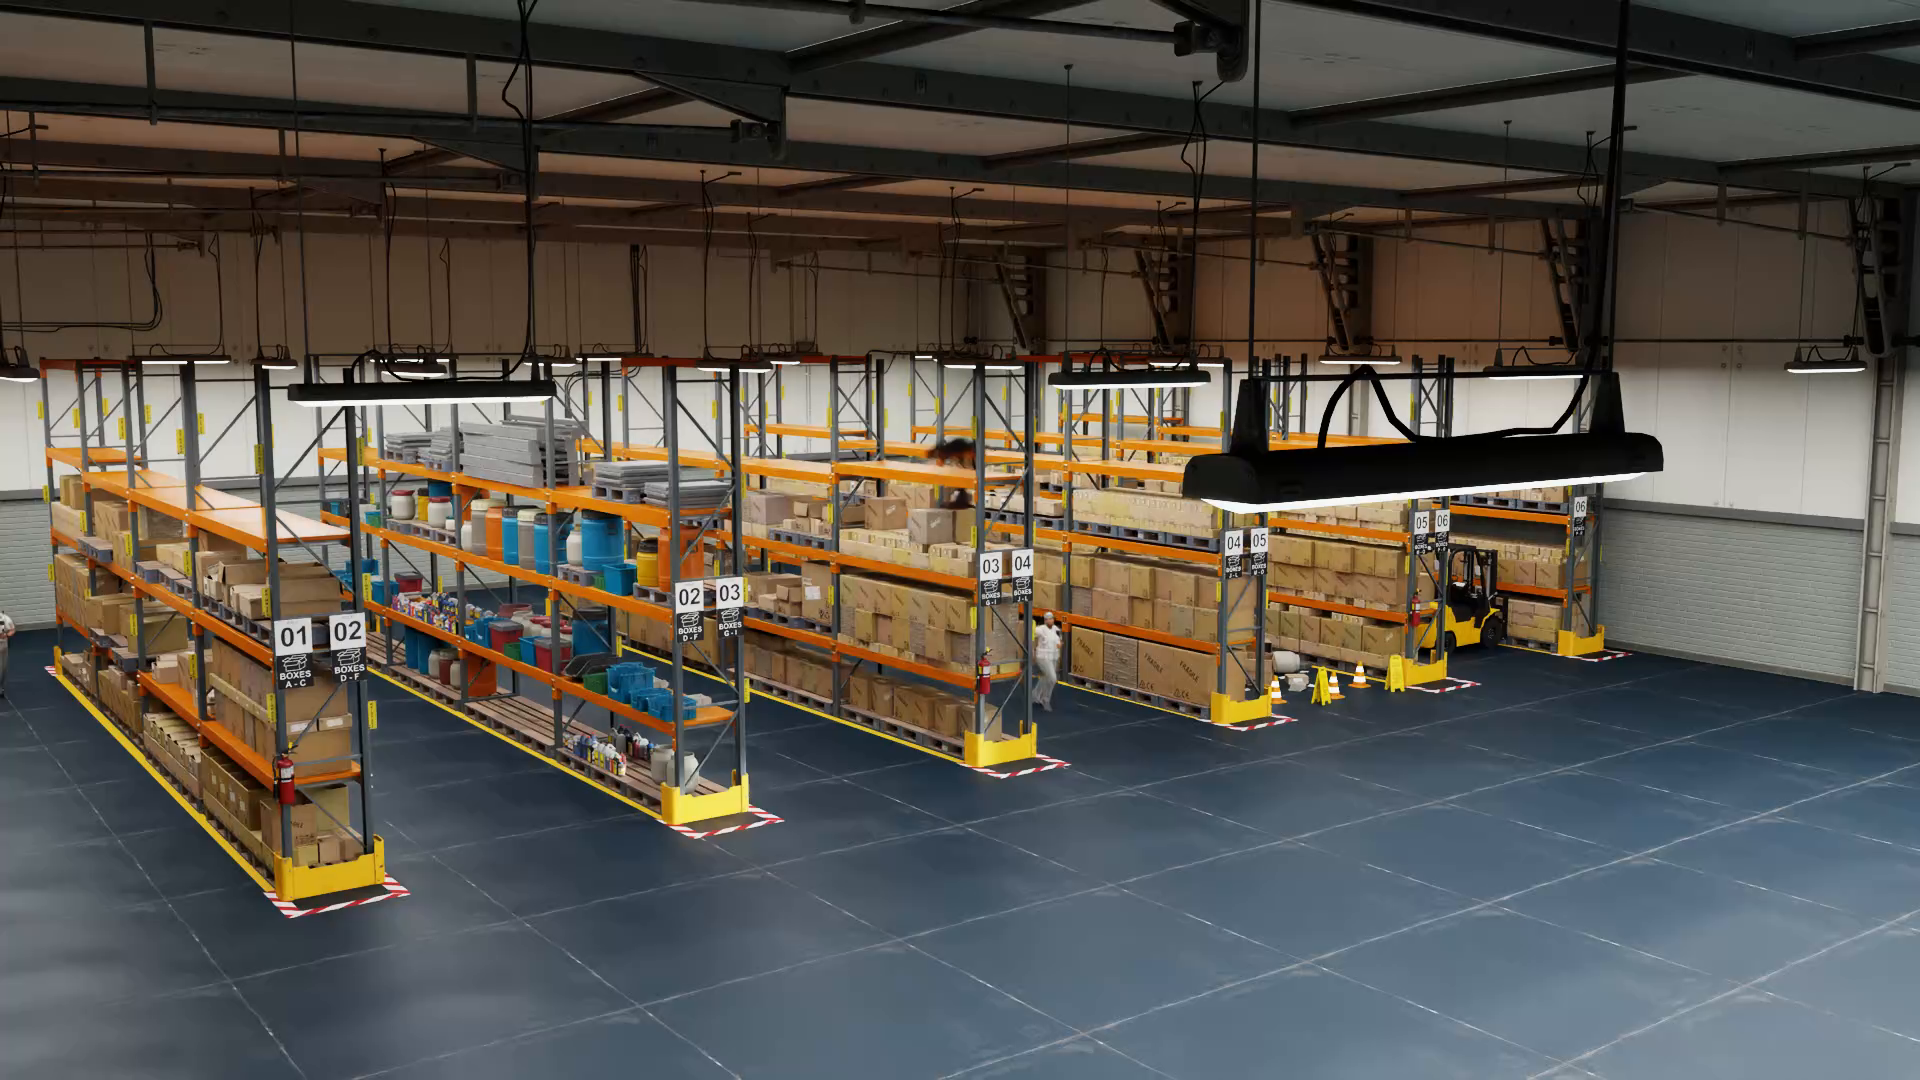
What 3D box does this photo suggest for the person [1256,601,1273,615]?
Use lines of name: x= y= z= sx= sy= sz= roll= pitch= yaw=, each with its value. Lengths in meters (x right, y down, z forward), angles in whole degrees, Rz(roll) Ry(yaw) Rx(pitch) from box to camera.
person: x=6.698 y=1.210 z=35.941 sx=0.820 sy=1.652 sz=0.603 roll=6 pitch=9 yaw=40

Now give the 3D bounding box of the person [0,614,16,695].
person: x=-17.038 y=1.937 z=29.376 sx=0.646 sy=1.815 sz=0.723 roll=-4 pitch=8 yaw=-33

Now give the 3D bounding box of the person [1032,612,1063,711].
person: x=1.503 y=2.082 z=28.735 sx=0.586 sy=1.711 sz=0.681 roll=-6 pitch=9 yaw=-43
